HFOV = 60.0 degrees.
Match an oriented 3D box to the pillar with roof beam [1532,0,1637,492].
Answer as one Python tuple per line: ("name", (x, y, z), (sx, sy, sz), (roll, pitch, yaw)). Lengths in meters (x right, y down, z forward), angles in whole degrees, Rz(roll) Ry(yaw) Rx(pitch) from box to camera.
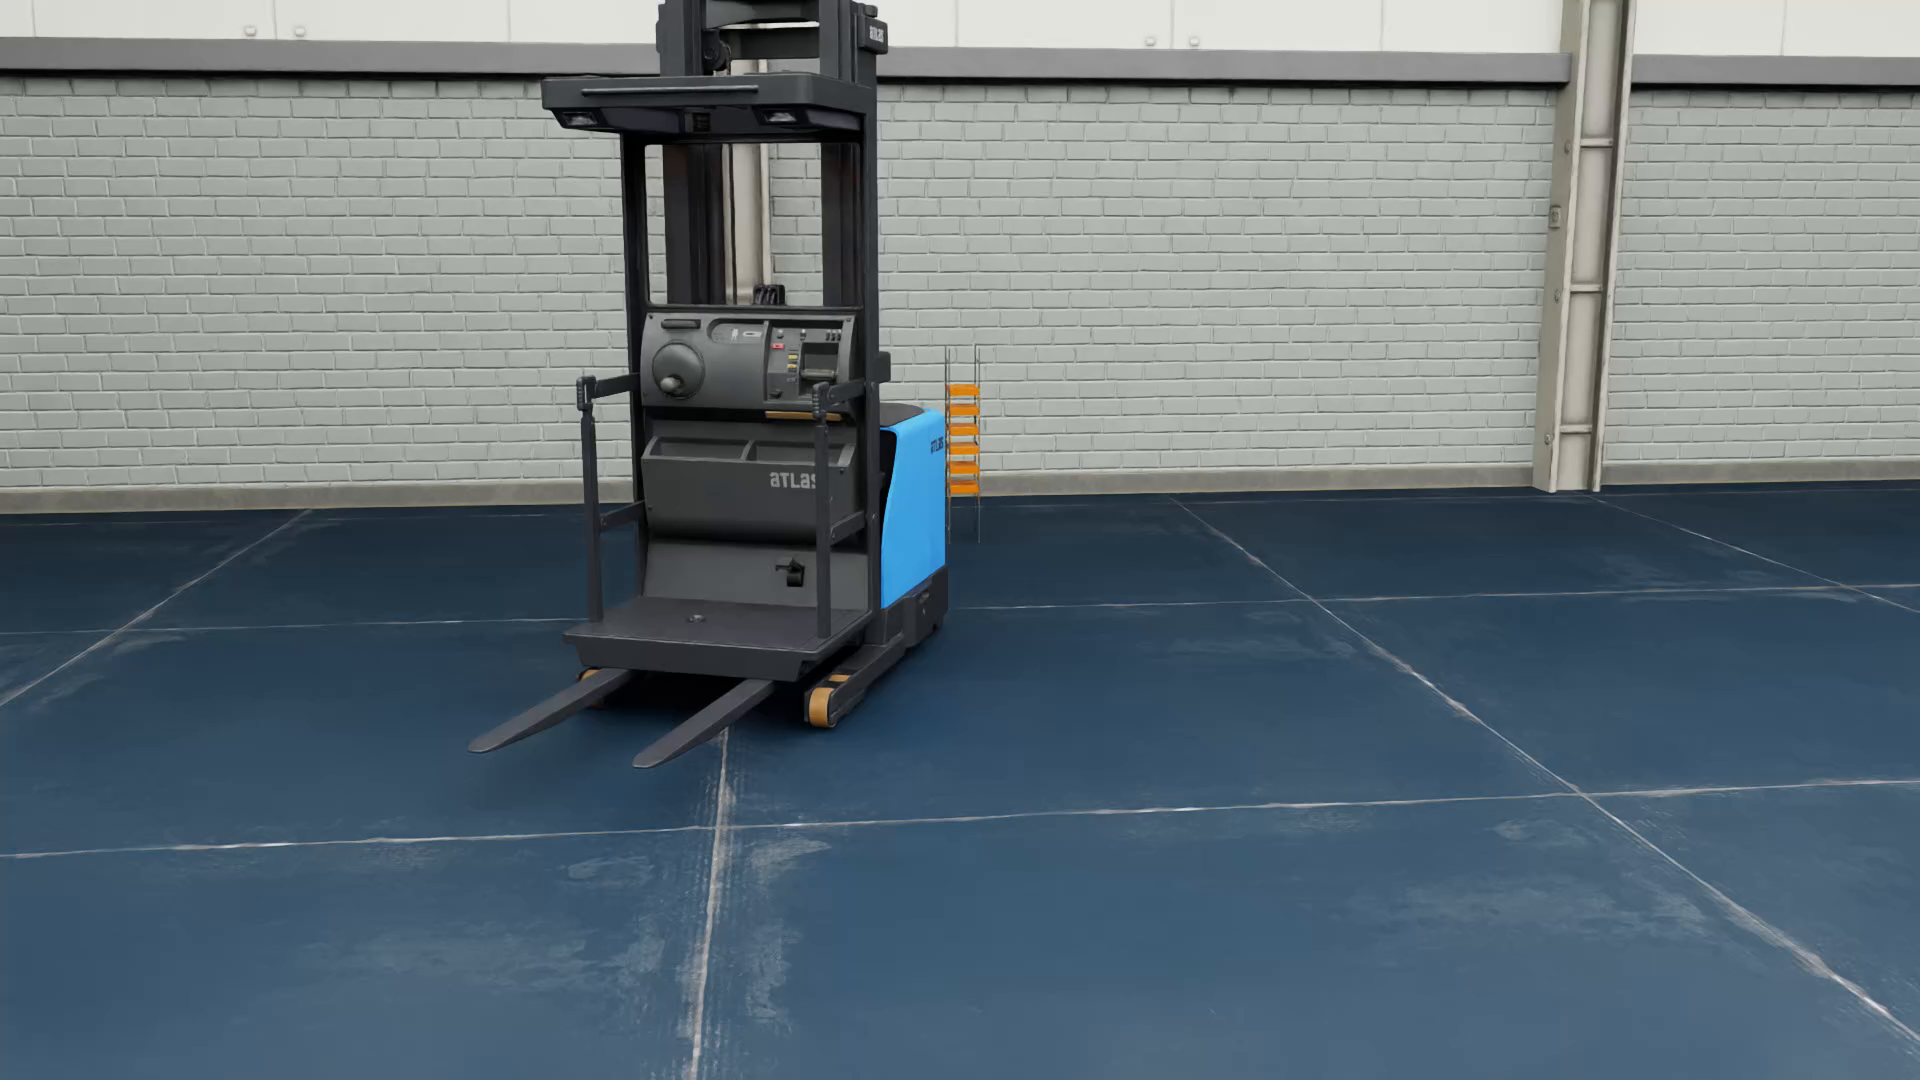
("pillar with roof beam", (4.944, -3.972, 7.242), (0.400, 9.000, 9.100), (-1, 11, -6))

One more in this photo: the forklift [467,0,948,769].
("forklift", (-0.941, -0.775, 6.712), (1.130, 2.935, 3.031), (3, 12, 15))

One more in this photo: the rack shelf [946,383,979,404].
("rack shelf", (0.014, -0.899, 10.193), (0.180, 0.103, 0.258), (-1, 11, -6))

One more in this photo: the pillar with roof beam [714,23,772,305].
("pillar with roof beam", (-1.021, -3.847, 6.606), (0.400, 9.000, 9.100), (-1, 11, -6))

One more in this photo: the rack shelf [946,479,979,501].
("rack shelf", (0.014, -0.310, 10.309), (0.180, 0.103, 0.258), (-1, 11, -6))

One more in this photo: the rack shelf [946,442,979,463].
("rack shelf", (0.014, -0.545, 10.262), (0.180, 0.103, 0.258), (-1, 11, -6))

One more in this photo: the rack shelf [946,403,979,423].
("rack shelf", (0.014, -0.781, 10.216), (0.180, 0.103, 0.258), (-1, 11, -6))

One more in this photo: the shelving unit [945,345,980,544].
("shelving unit", (0.014, -0.589, 10.254), (0.189, 1.200, 0.258), (-1, 11, -6))

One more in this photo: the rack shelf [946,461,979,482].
("rack shelf", (0.014, -0.428, 10.286), (0.180, 0.103, 0.258), (-1, 11, -6))

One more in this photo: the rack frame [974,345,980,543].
("rack frame", (0.105, -0.591, 10.264), (0.006, 1.200, 0.240), (-1, 11, -6))

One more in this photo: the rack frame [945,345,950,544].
("rack frame", (-0.077, -0.587, 10.244), (0.006, 1.200, 0.240), (-1, 11, -6))

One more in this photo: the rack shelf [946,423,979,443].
("rack shelf", (0.014, -0.663, 10.239), (0.180, 0.103, 0.258), (-1, 11, -6))
